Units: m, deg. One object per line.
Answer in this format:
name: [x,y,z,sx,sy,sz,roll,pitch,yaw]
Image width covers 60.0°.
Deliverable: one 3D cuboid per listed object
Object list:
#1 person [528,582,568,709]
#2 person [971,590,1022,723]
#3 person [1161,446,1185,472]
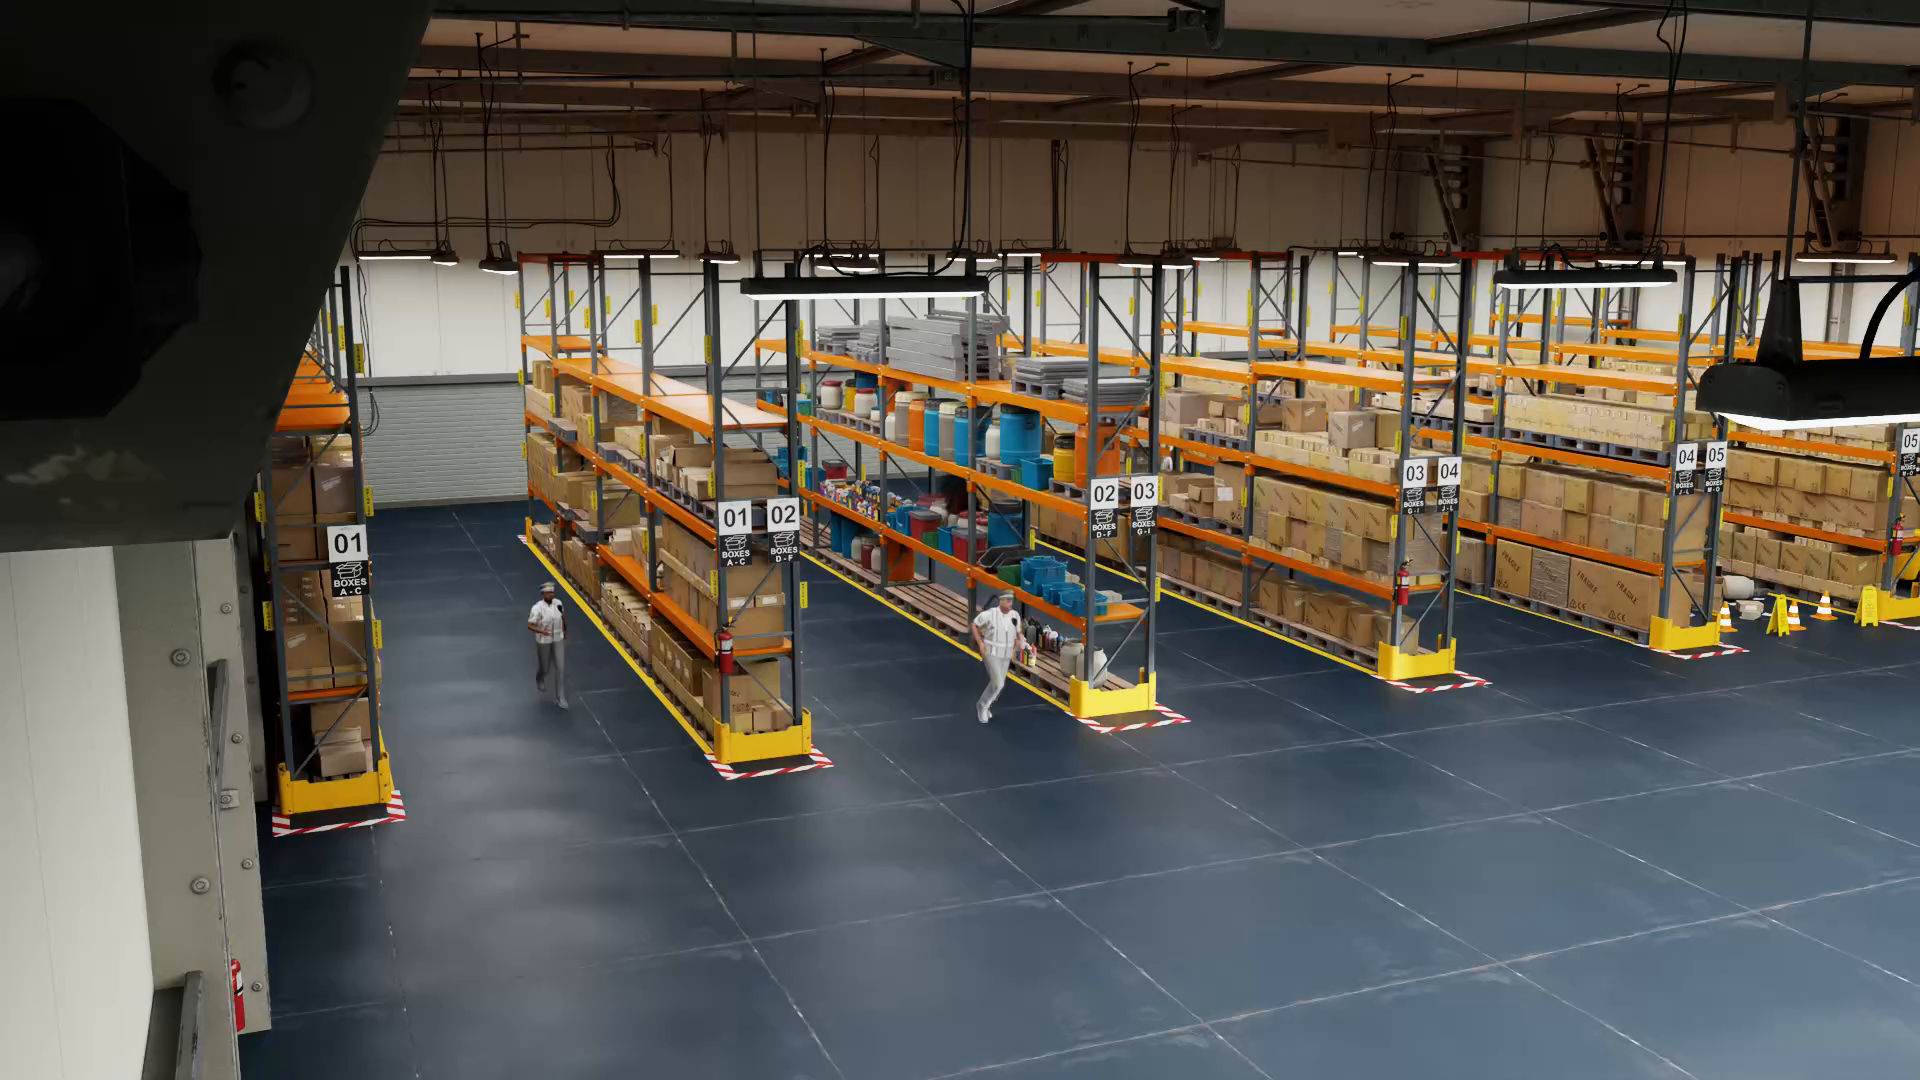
person: [-5.609,1.389,22.712,0.587,1.701,0.930,-6,12,-30]
person: [0.527,1.524,21.970,0.684,1.768,0.654,-7,12,-33]
person: [4.746,-1.210,36.750,0.671,1.813,0.736,-3,11,-17]
